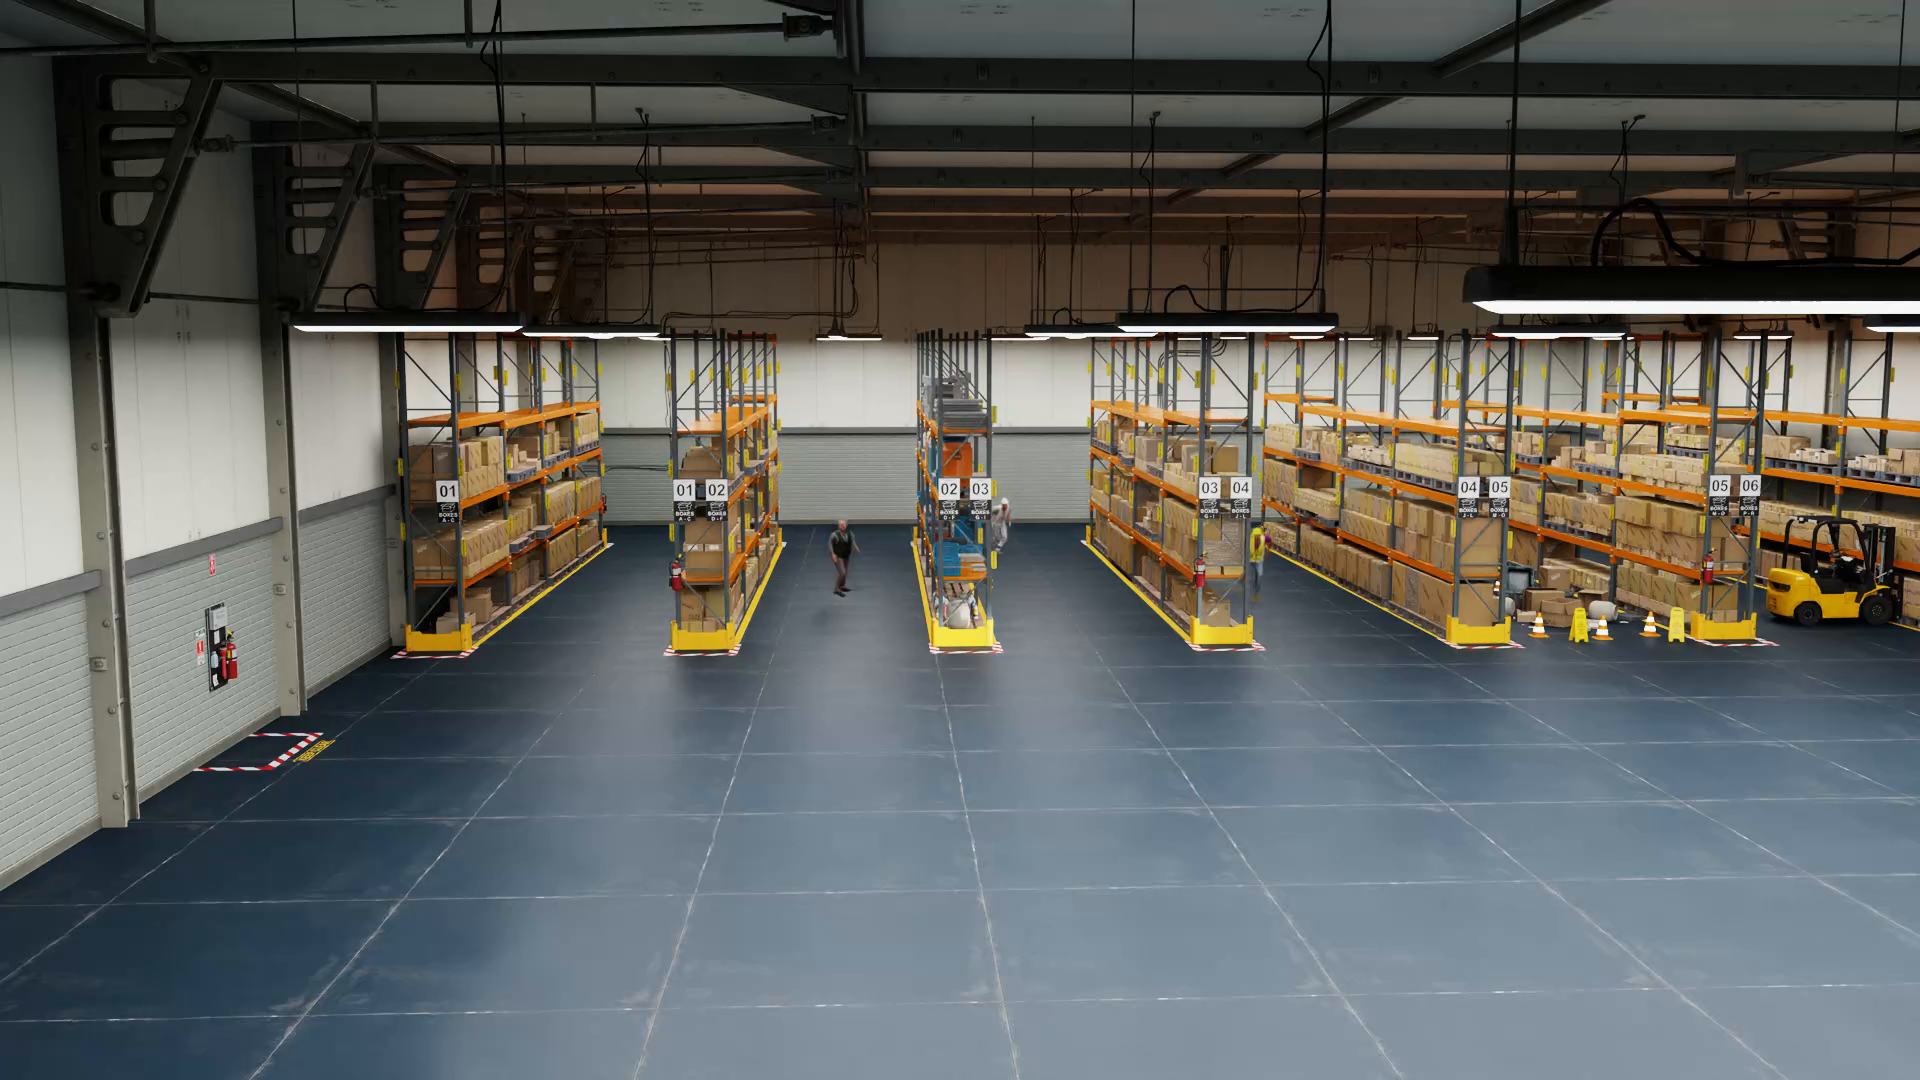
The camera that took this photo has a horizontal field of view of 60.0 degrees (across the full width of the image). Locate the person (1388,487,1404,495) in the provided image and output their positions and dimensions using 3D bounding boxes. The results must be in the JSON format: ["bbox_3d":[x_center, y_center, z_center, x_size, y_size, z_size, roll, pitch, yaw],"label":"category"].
[{"bbox_3d":[13.411,-1.192,51.126,0.912,1.754,0.667,-3,7,-25],"label":"person"}]

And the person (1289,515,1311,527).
[{"bbox_3d":[10.291,-1.013,50.230,0.776,1.715,0.558,-3,7,-22],"label":"person"}]

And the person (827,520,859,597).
[{"bbox_3d":[-2.525,0.381,36.113,0.807,1.680,0.688,6,9,41],"label":"person"}]

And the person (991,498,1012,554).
[{"bbox_3d":[1.048,-0.385,45.308,0.670,1.575,0.990,-3,8,-27],"label":"person"}]

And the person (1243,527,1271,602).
[{"bbox_3d":[6.593,0.531,37.301,0.753,1.715,1.040,-1,7,-5],"label":"person"}]
